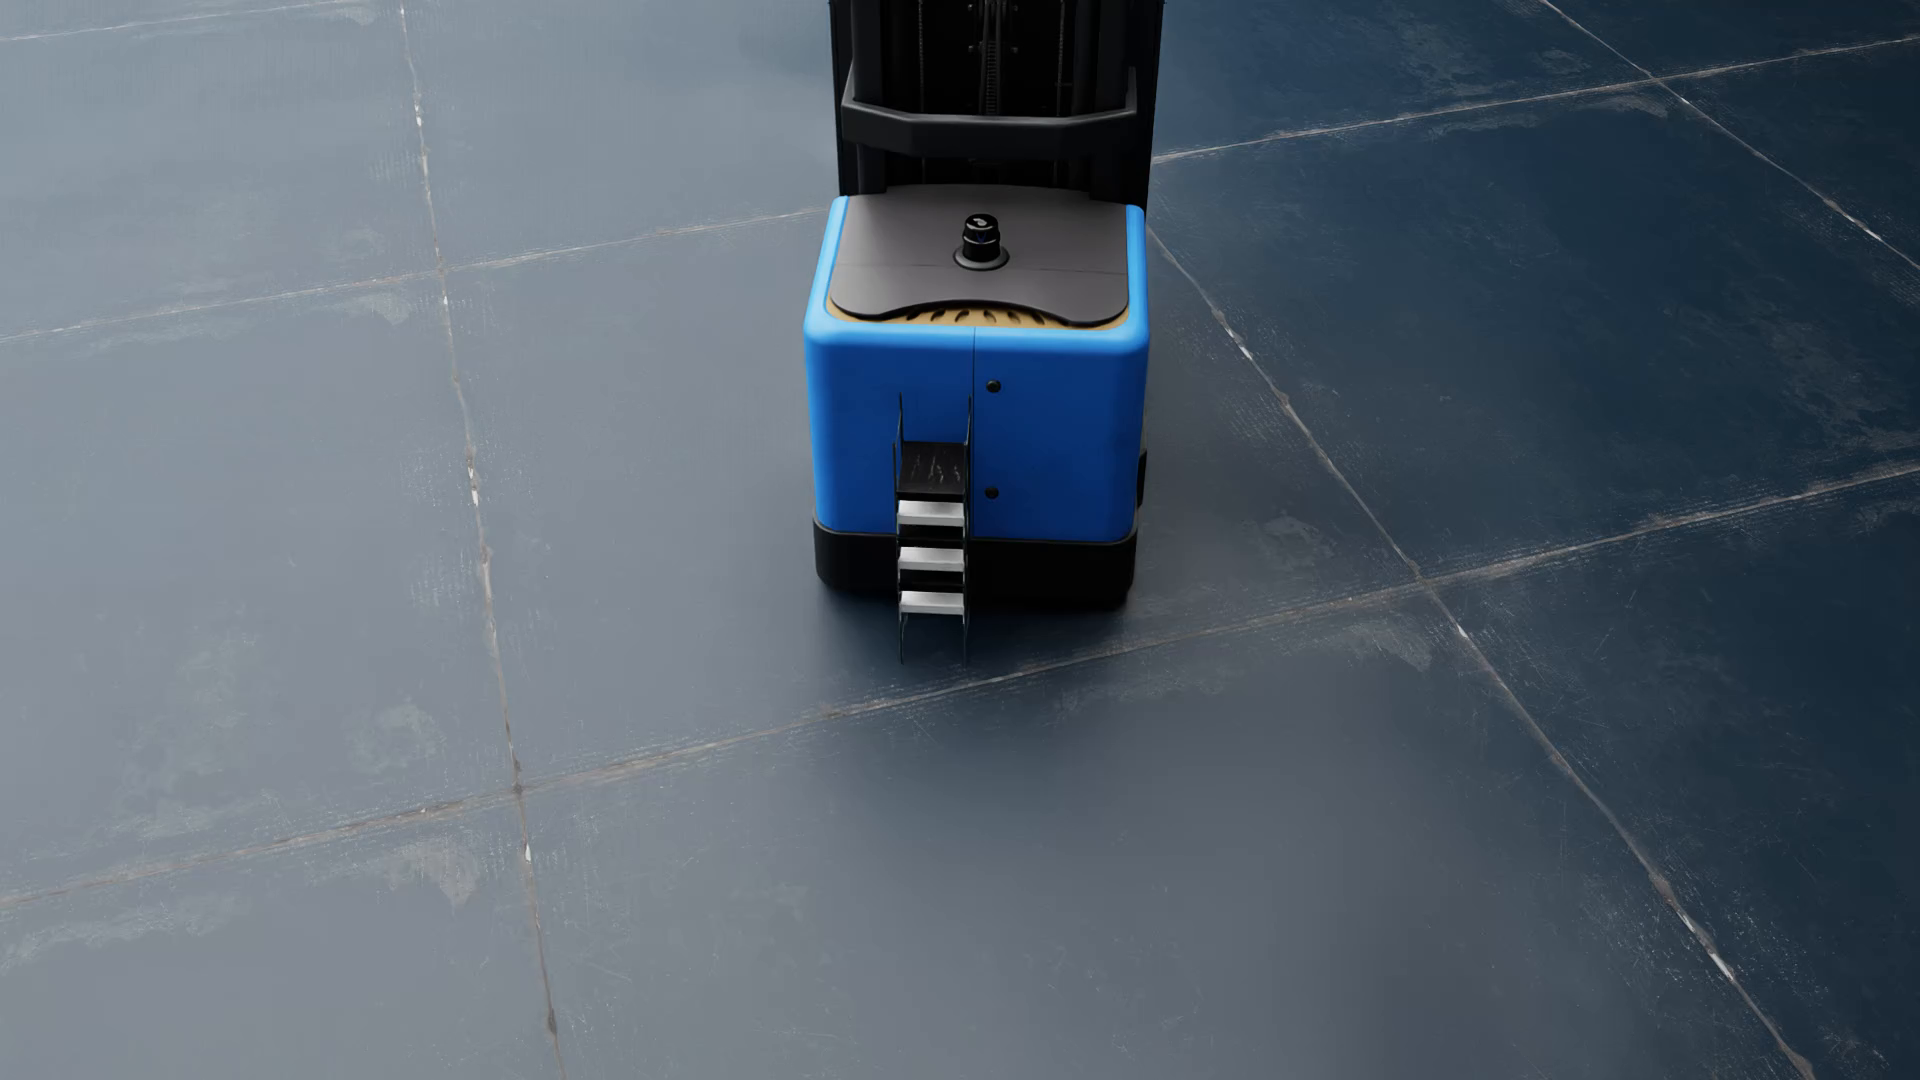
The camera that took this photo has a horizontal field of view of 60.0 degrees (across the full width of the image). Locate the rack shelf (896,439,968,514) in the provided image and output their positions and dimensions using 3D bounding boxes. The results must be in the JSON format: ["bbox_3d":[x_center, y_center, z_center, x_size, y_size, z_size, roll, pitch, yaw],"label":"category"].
[{"bbox_3d":[-0.079,-0.190,4.924,0.200,0.077,0.258,2,41,3],"label":"rack shelf"}]

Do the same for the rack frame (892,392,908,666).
[{"bbox_3d":[-0.181,-0.017,5.085,0.006,0.900,0.240,2,41,3],"label":"rack frame"}]

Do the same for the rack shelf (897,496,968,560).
[{"bbox_3d":[-0.079,-0.055,5.043,0.200,0.077,0.258,2,41,3],"label":"rack shelf"}]

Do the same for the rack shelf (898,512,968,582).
[{"bbox_3d":[-0.079,0.012,5.102,0.200,0.077,0.258,2,41,3],"label":"rack shelf"}]

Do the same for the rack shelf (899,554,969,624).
[{"bbox_3d":[-0.079,0.148,5.221,0.200,0.077,0.258,2,41,3],"label":"rack shelf"}]

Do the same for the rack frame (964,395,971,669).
[{"bbox_3d":[0.022,-0.009,5.075,0.006,0.900,0.240,2,41,3],"label":"rack frame"}]

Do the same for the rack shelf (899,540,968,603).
[{"bbox_3d":[-0.079,0.080,5.161,0.200,0.077,0.258,2,41,3],"label":"rack shelf"}]

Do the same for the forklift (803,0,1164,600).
[{"bbox_3d":[0.133,-1.865,5.657,1.130,2.935,3.031,2,41,3],"label":"forklift"}]

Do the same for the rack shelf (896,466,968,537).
[{"bbox_3d":[-0.079,-0.123,4.983,0.200,0.077,0.258,2,41,3],"label":"rack shelf"}]

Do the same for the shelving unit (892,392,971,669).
[{"bbox_3d":[-0.079,-0.013,5.080,0.210,0.900,0.258,2,41,3],"label":"shelving unit"}]
